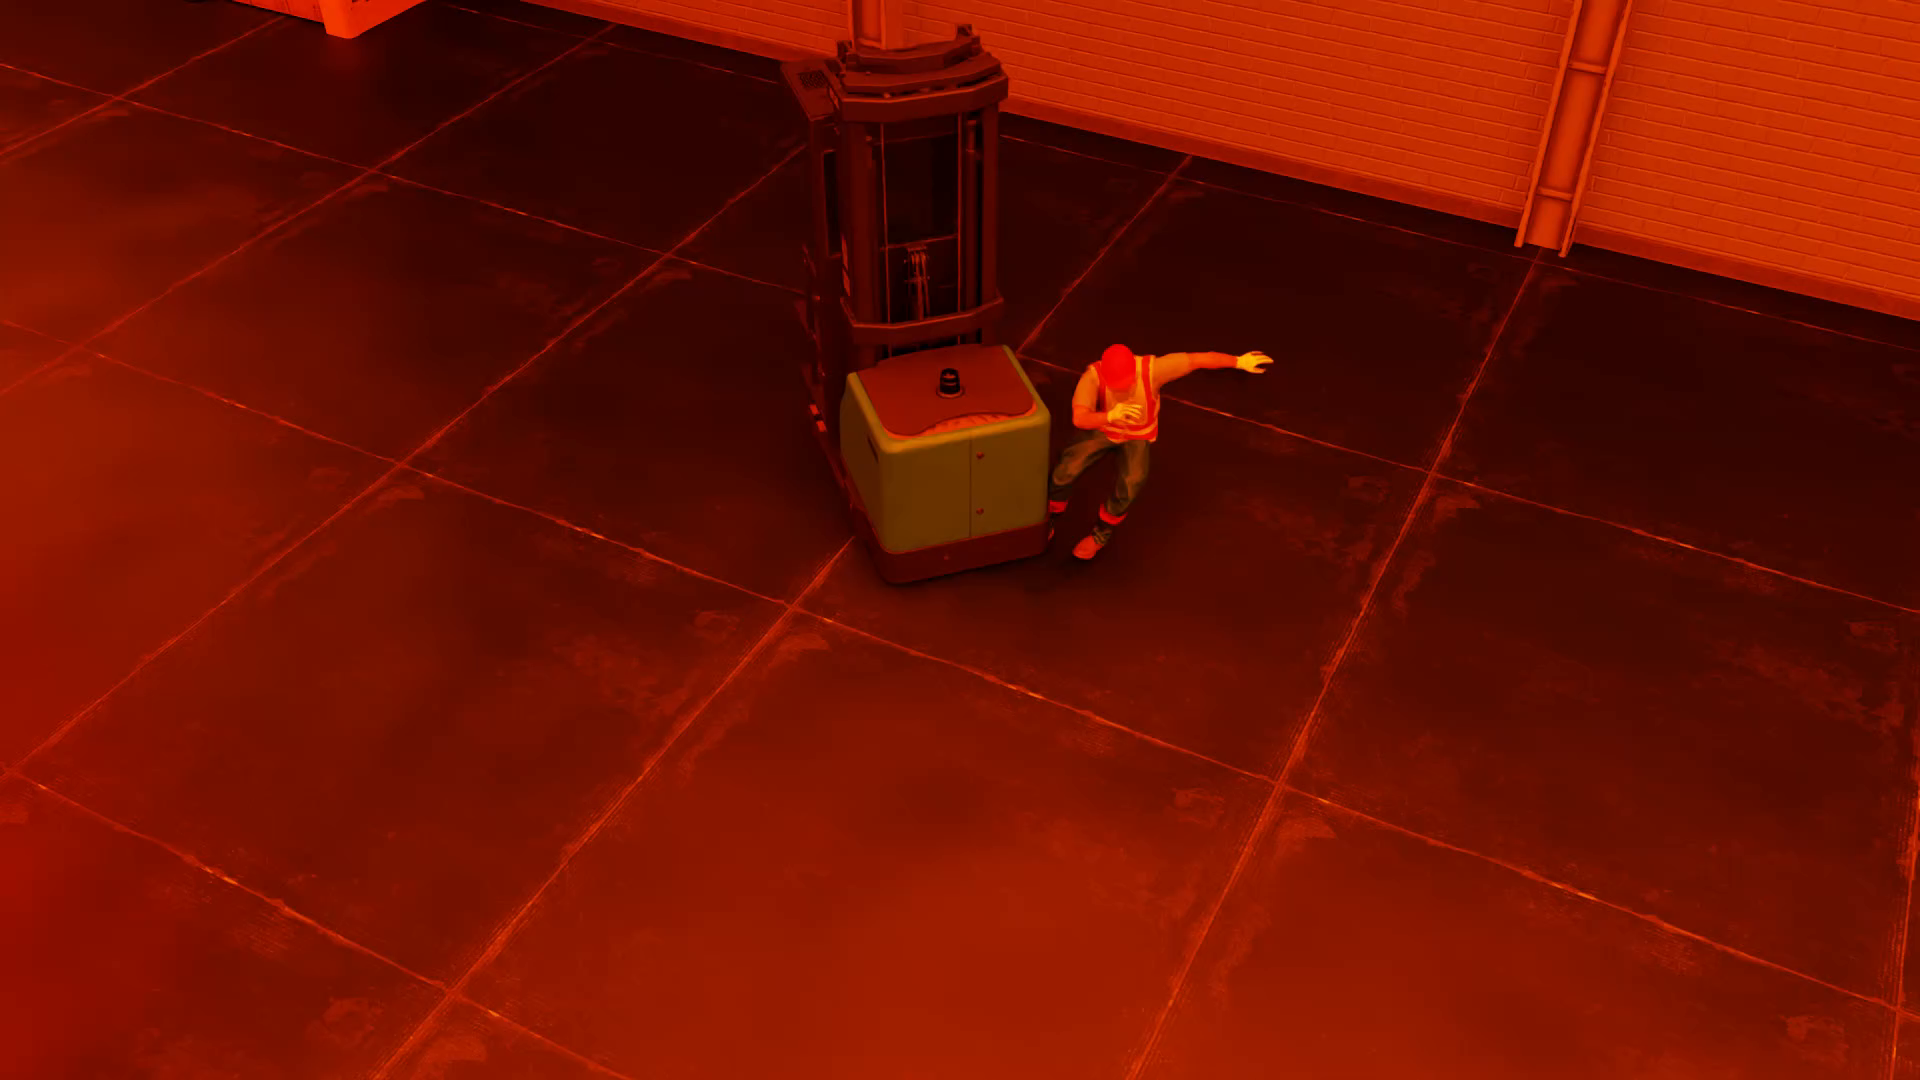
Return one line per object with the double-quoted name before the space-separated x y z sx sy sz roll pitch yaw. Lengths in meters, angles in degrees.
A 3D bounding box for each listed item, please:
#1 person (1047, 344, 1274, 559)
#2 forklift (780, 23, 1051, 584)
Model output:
"person" 1.085 -0.560 9.835 1.408 1.440 0.736 6 40 7
"forklift" -0.403 -1.819 10.146 1.130 2.935 3.031 -12 42 -14
